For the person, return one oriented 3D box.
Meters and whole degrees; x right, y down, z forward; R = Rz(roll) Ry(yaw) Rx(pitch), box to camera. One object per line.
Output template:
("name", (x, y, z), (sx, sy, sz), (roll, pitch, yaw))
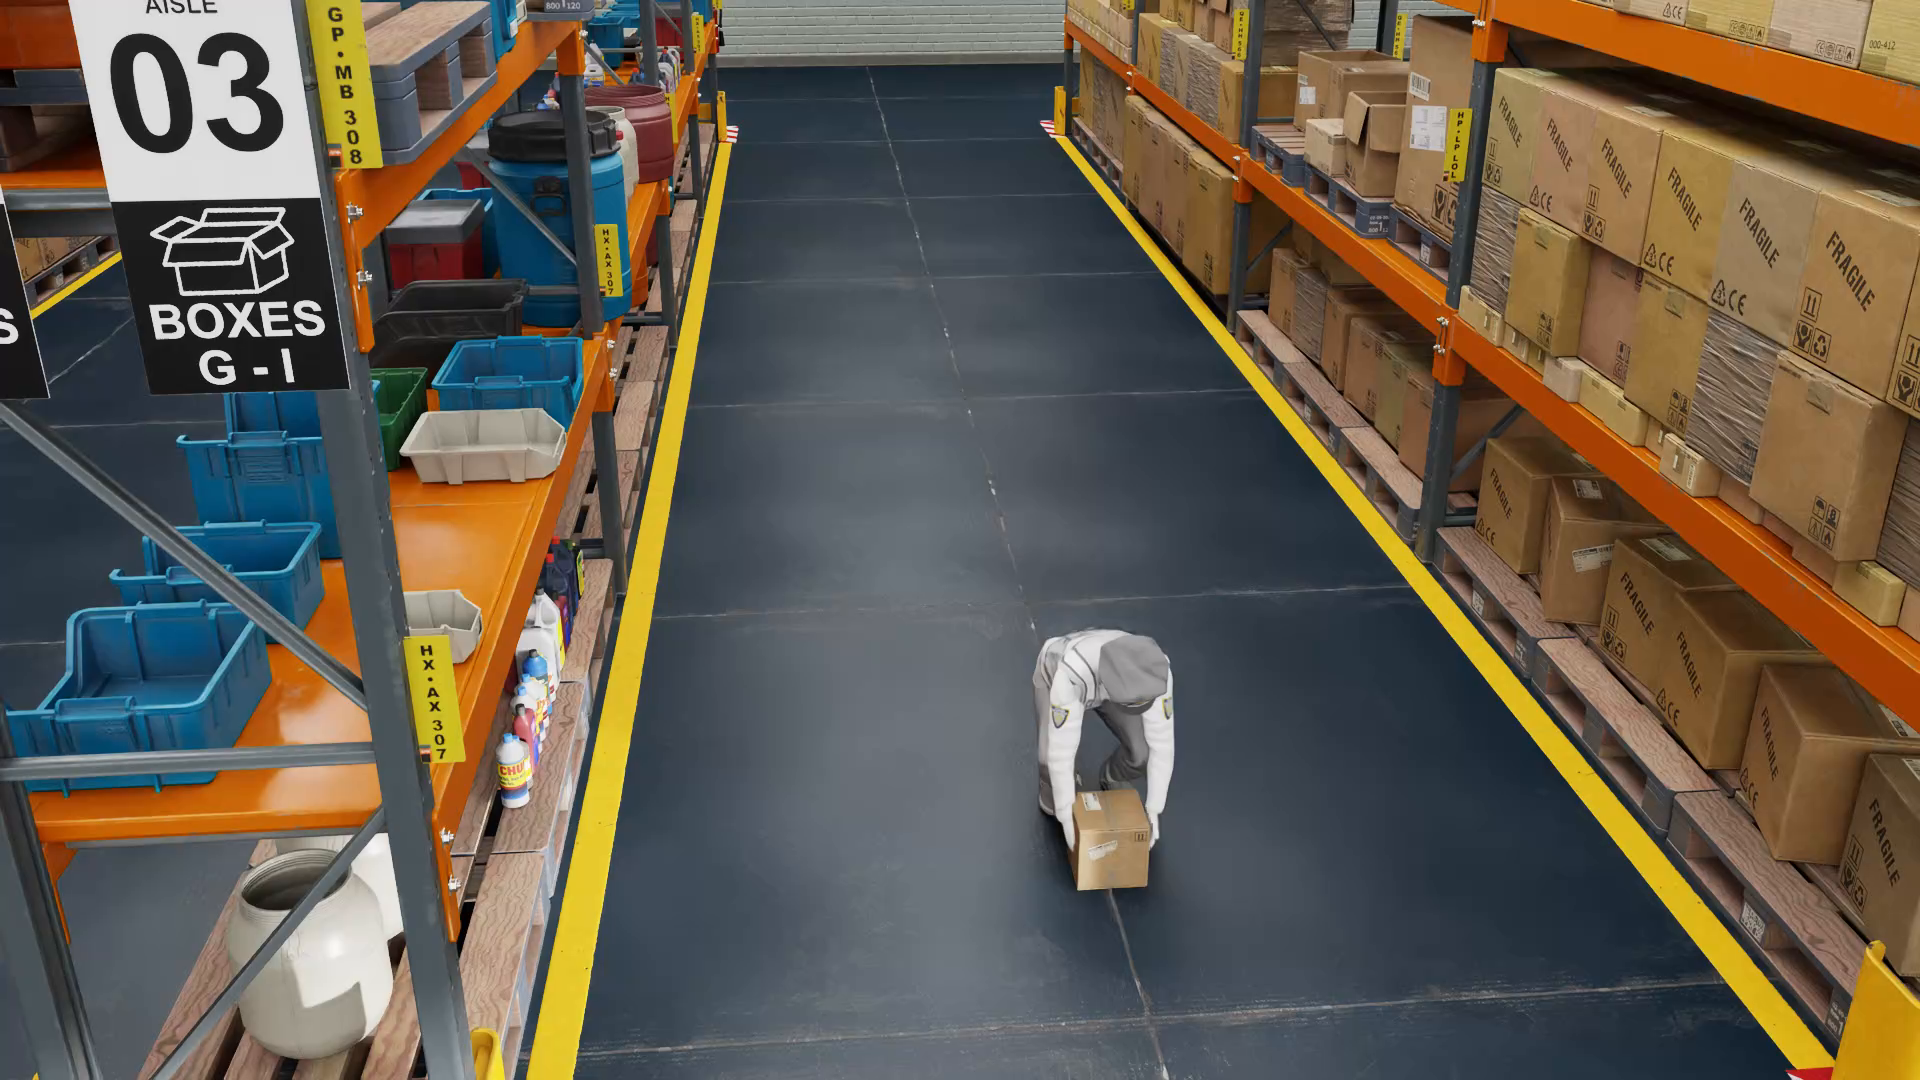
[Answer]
("person", (0.518, 0.644, 6.101), (0.486, 0.899, 0.856), (-2, 24, -5))
